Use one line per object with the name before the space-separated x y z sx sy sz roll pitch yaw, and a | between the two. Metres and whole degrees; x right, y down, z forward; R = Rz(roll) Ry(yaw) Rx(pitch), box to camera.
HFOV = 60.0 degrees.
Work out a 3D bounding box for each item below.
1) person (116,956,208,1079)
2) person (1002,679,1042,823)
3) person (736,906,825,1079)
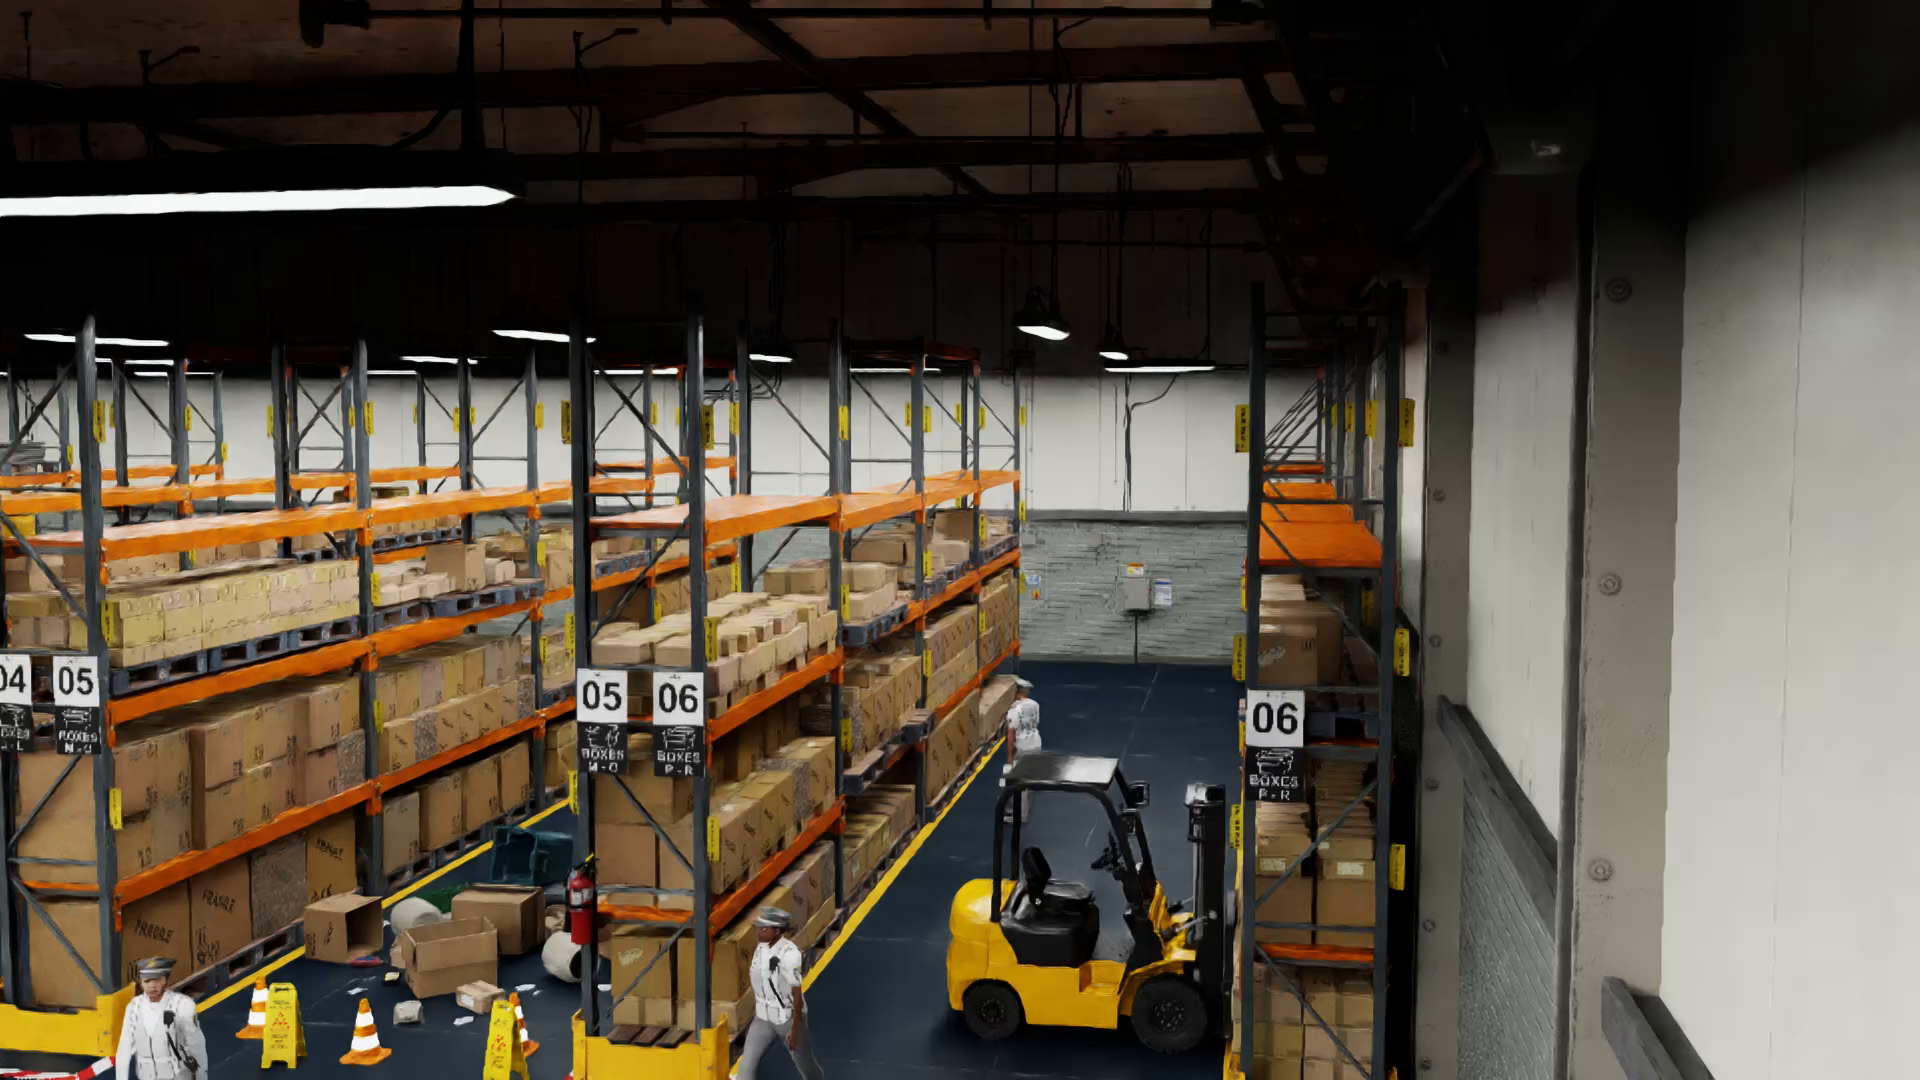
person | -5.190 3.470 10.797 0.479 1.621 0.993 0 5 2
person | 0.738 2.612 20.734 0.501 1.758 0.588 4 6 41
person | -1.328 3.381 11.795 0.590 1.633 0.871 4 6 38
